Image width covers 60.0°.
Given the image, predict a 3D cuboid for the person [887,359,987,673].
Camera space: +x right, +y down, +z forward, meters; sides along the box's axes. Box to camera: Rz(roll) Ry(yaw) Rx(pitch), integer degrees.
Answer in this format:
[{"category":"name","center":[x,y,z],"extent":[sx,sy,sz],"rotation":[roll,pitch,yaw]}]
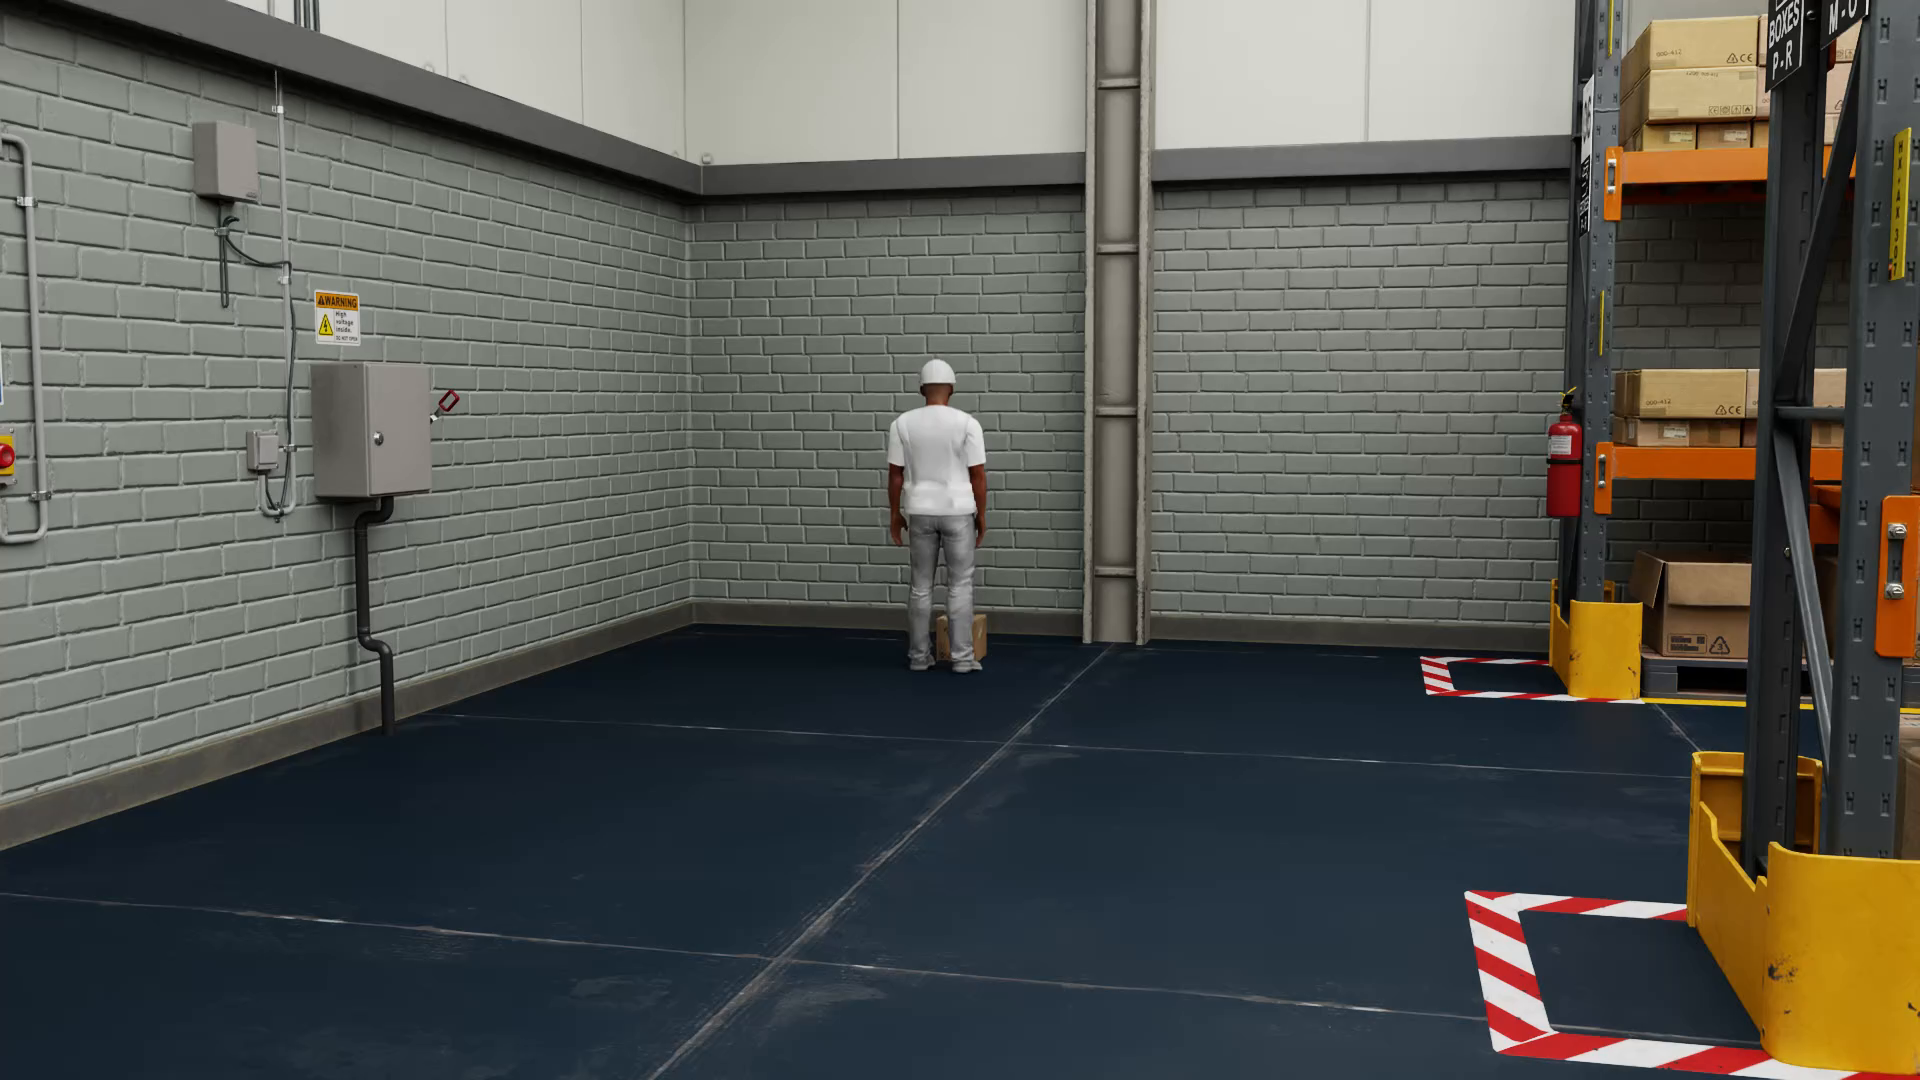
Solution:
[{"category":"person","center":[-0.120,-0.134,9.466],"extent":[0.576,1.778,0.407],"rotation":[1,5,14]}]
